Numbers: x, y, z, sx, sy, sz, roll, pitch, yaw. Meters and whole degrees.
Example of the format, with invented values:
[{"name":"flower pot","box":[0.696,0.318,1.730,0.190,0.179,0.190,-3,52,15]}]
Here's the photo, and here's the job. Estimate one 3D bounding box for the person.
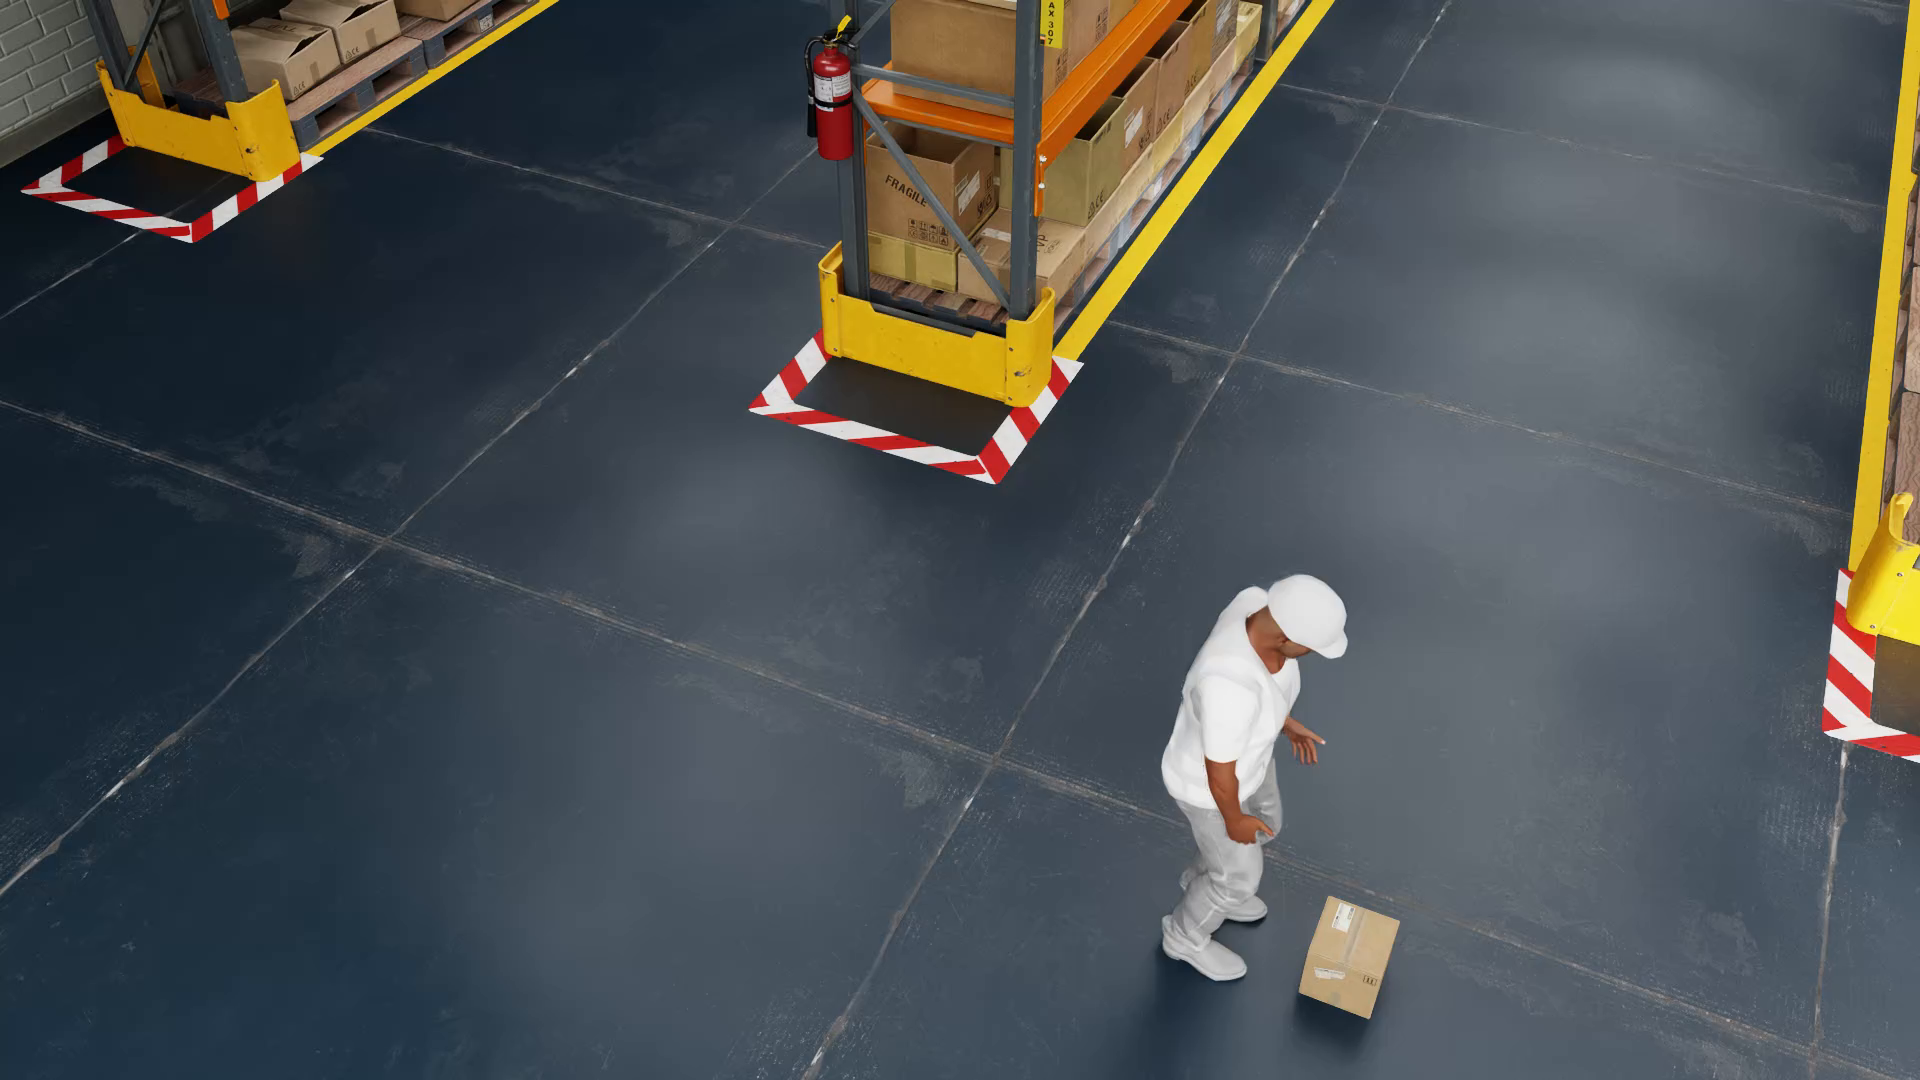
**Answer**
[{"name":"person","box":[0.915,0.732,5.368,0.472,1.708,0.595,18,45,19]}]
